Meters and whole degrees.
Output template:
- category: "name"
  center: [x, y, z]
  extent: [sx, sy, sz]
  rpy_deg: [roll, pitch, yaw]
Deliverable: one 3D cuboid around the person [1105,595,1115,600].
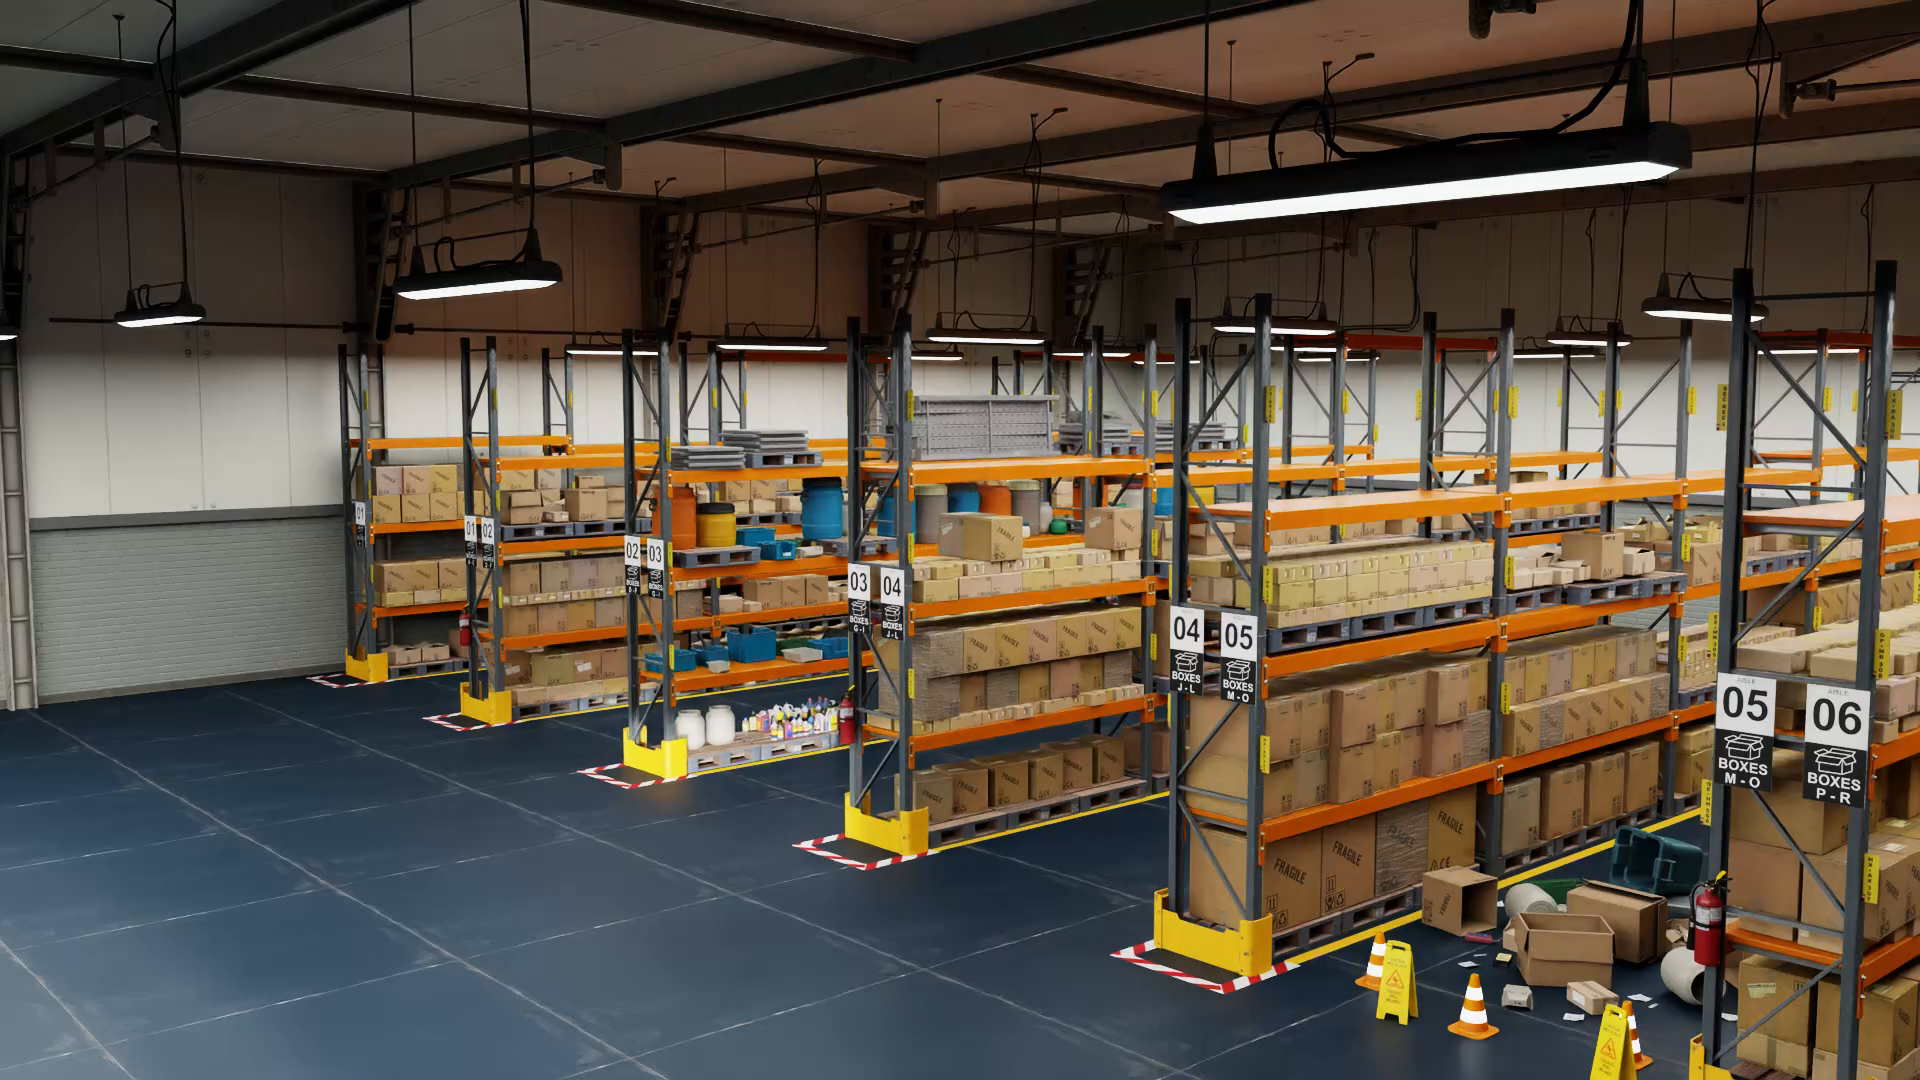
- category: "person"
  center: [2.886, 1.529, 31.752]
  extent: [0.972, 1.539, 0.434]
  rpy_deg: [-5, 7, -43]
